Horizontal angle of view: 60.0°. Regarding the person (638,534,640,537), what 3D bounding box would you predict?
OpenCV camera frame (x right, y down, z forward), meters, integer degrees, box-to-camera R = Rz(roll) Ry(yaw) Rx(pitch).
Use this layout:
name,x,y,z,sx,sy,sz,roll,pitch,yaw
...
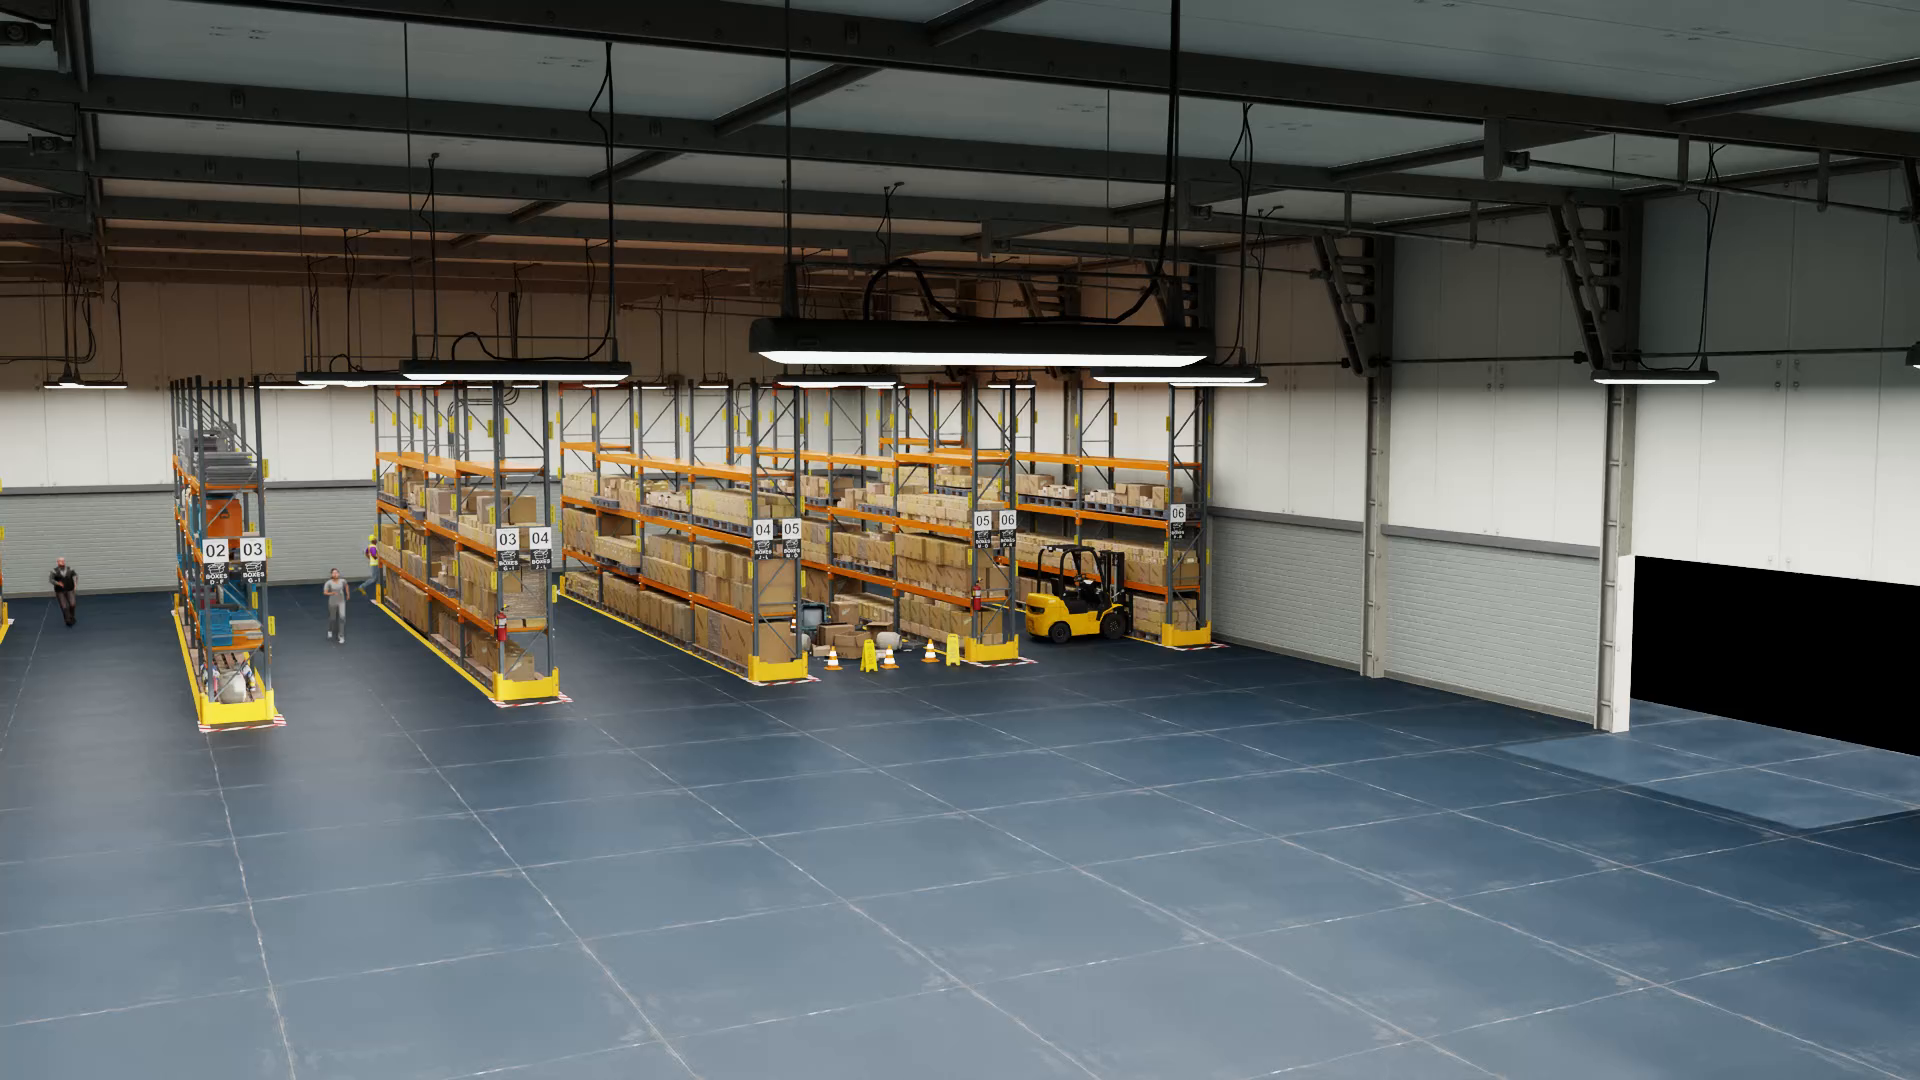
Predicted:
name,x,y,z,sx,sy,sz,roll,pitch,yaw
person,-9.245,0.625,48.166,0.603,1.672,0.611,-5,7,-42

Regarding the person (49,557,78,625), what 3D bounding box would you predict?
name,x,y,z,sx,sy,sz,roll,pitch,yaw
person,-21.892,1.260,40.661,0.654,1.684,0.600,-4,6,-35

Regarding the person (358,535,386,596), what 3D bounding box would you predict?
name,x,y,z,sx,sy,sz,roll,pitch,yaw
person,-16.274,0.716,46.272,0.961,1.744,0.712,-2,5,-19

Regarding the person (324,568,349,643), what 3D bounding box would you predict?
name,x,y,z,sx,sy,sz,roll,pitch,yaw
person,-14.345,1.490,38.258,0.575,1.708,0.902,-3,6,-29
